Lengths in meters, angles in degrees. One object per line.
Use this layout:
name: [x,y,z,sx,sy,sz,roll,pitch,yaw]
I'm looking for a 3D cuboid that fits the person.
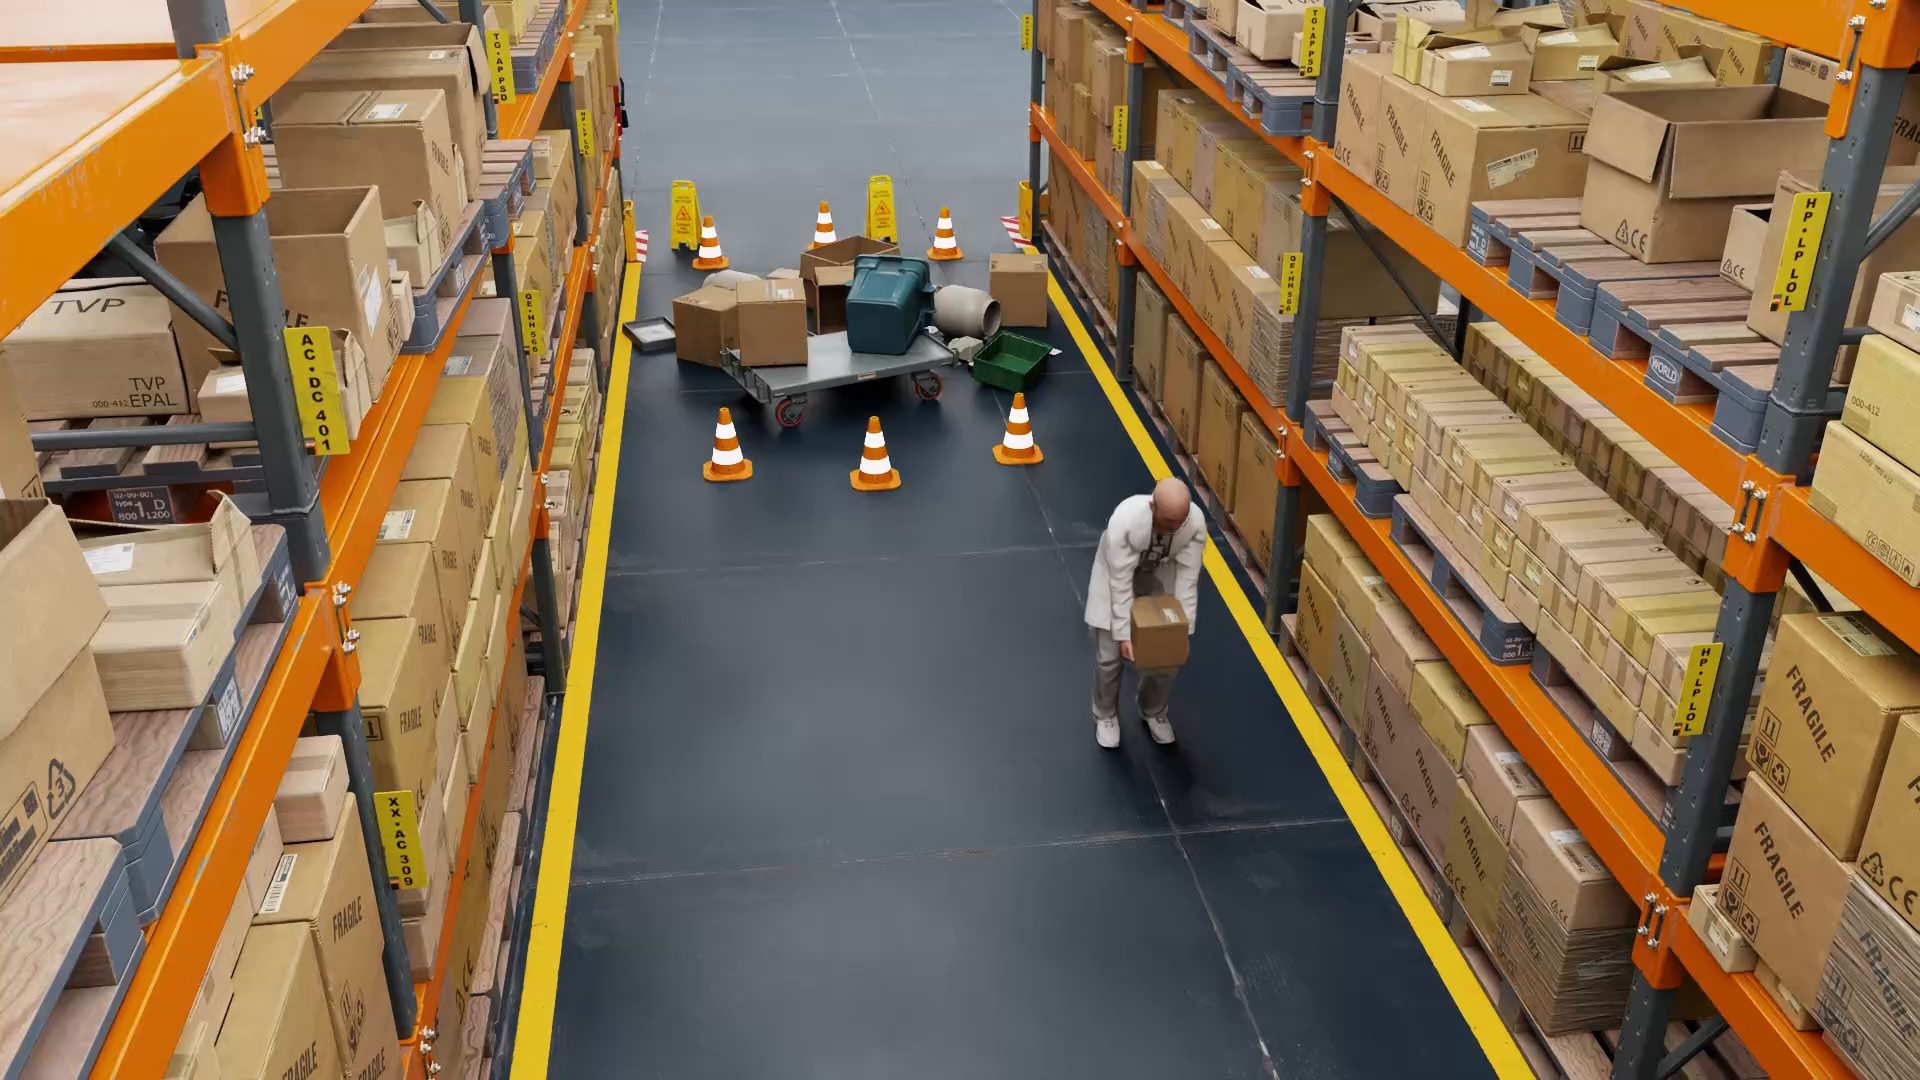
person: [0.909,0.392,8.206,0.549,1.469,0.717,-4,27,-8]
